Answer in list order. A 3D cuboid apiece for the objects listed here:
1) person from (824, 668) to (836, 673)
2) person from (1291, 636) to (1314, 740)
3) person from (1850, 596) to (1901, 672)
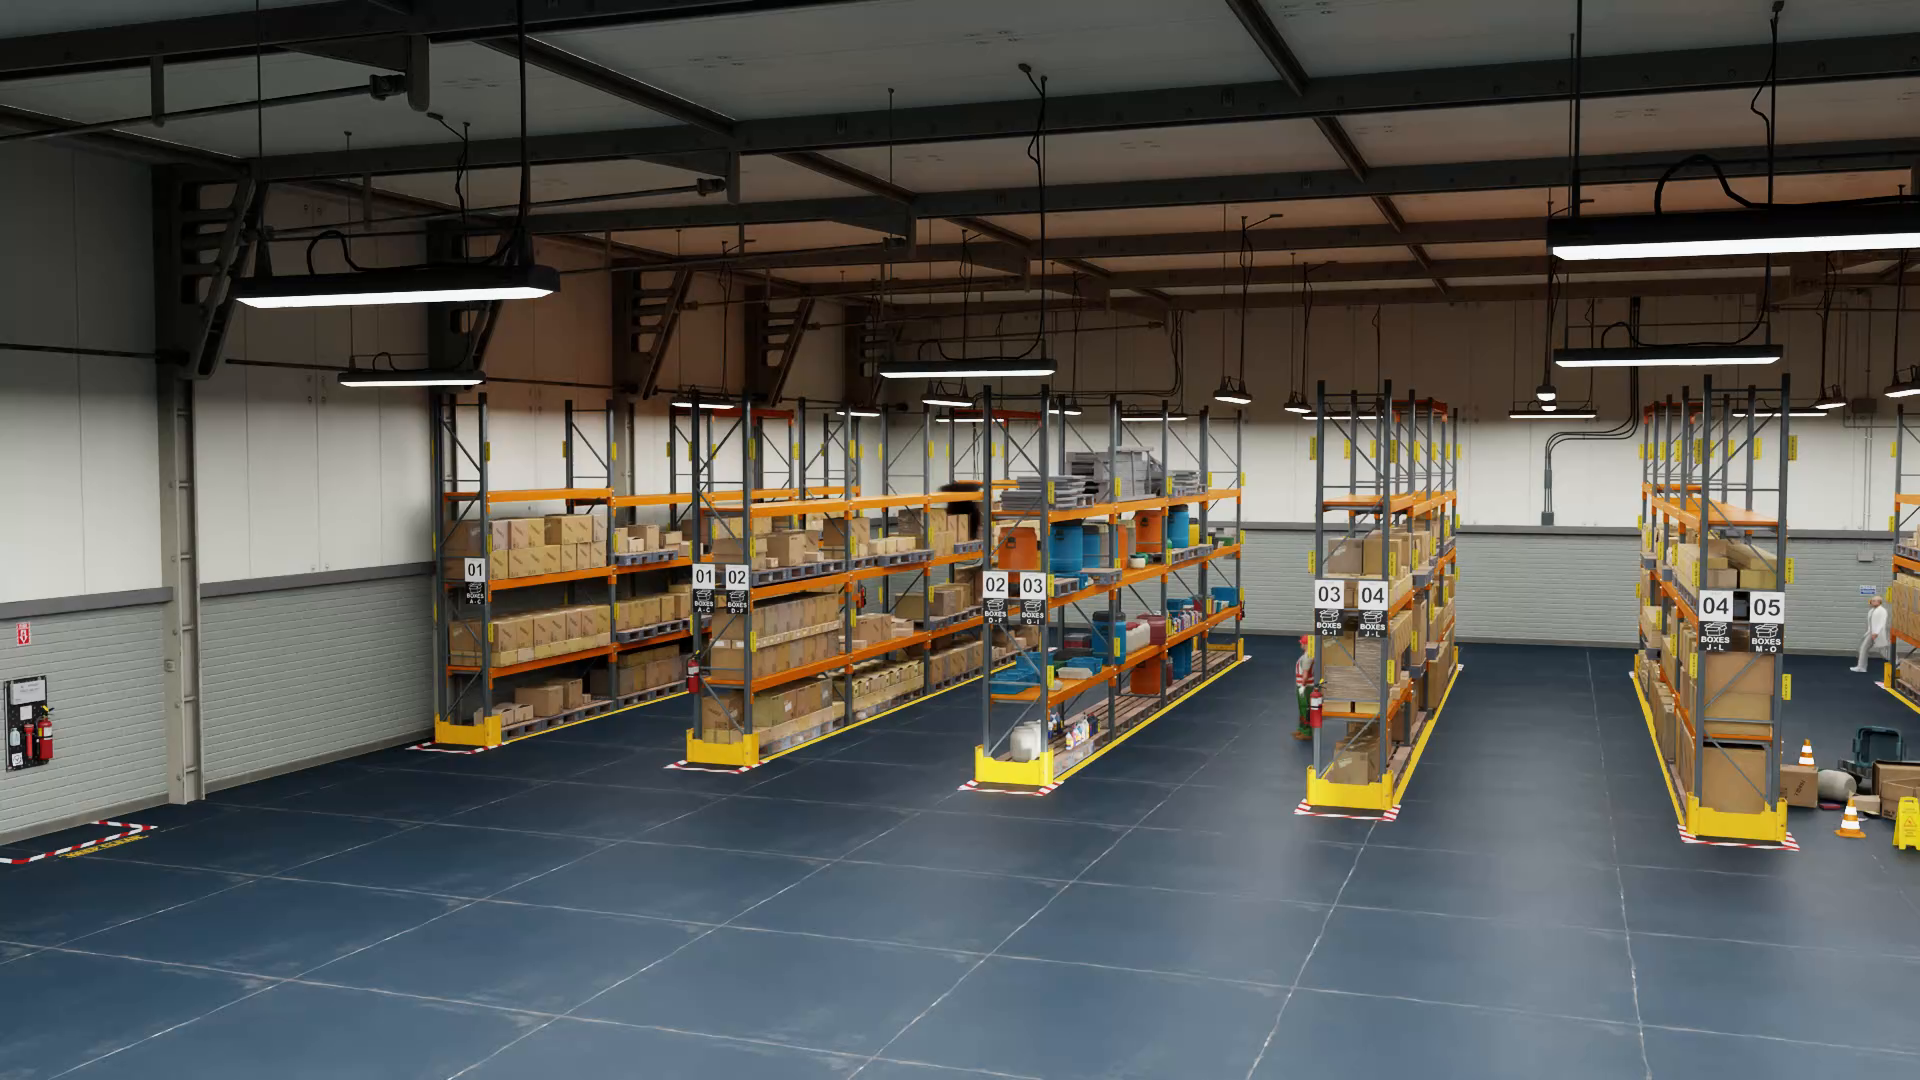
[{"bbox_3d":[-2.922,2.130,37.195,0.368,1.643,0.499,2,4,39],"label":"person"},{"bbox_3d":[6.015,2.558,29.045,0.441,1.787,0.596,0,3,7],"label":"person"},{"bbox_3d":[20.690,2.135,37.521,1.088,1.735,0.598,0,3,1],"label":"person"}]
